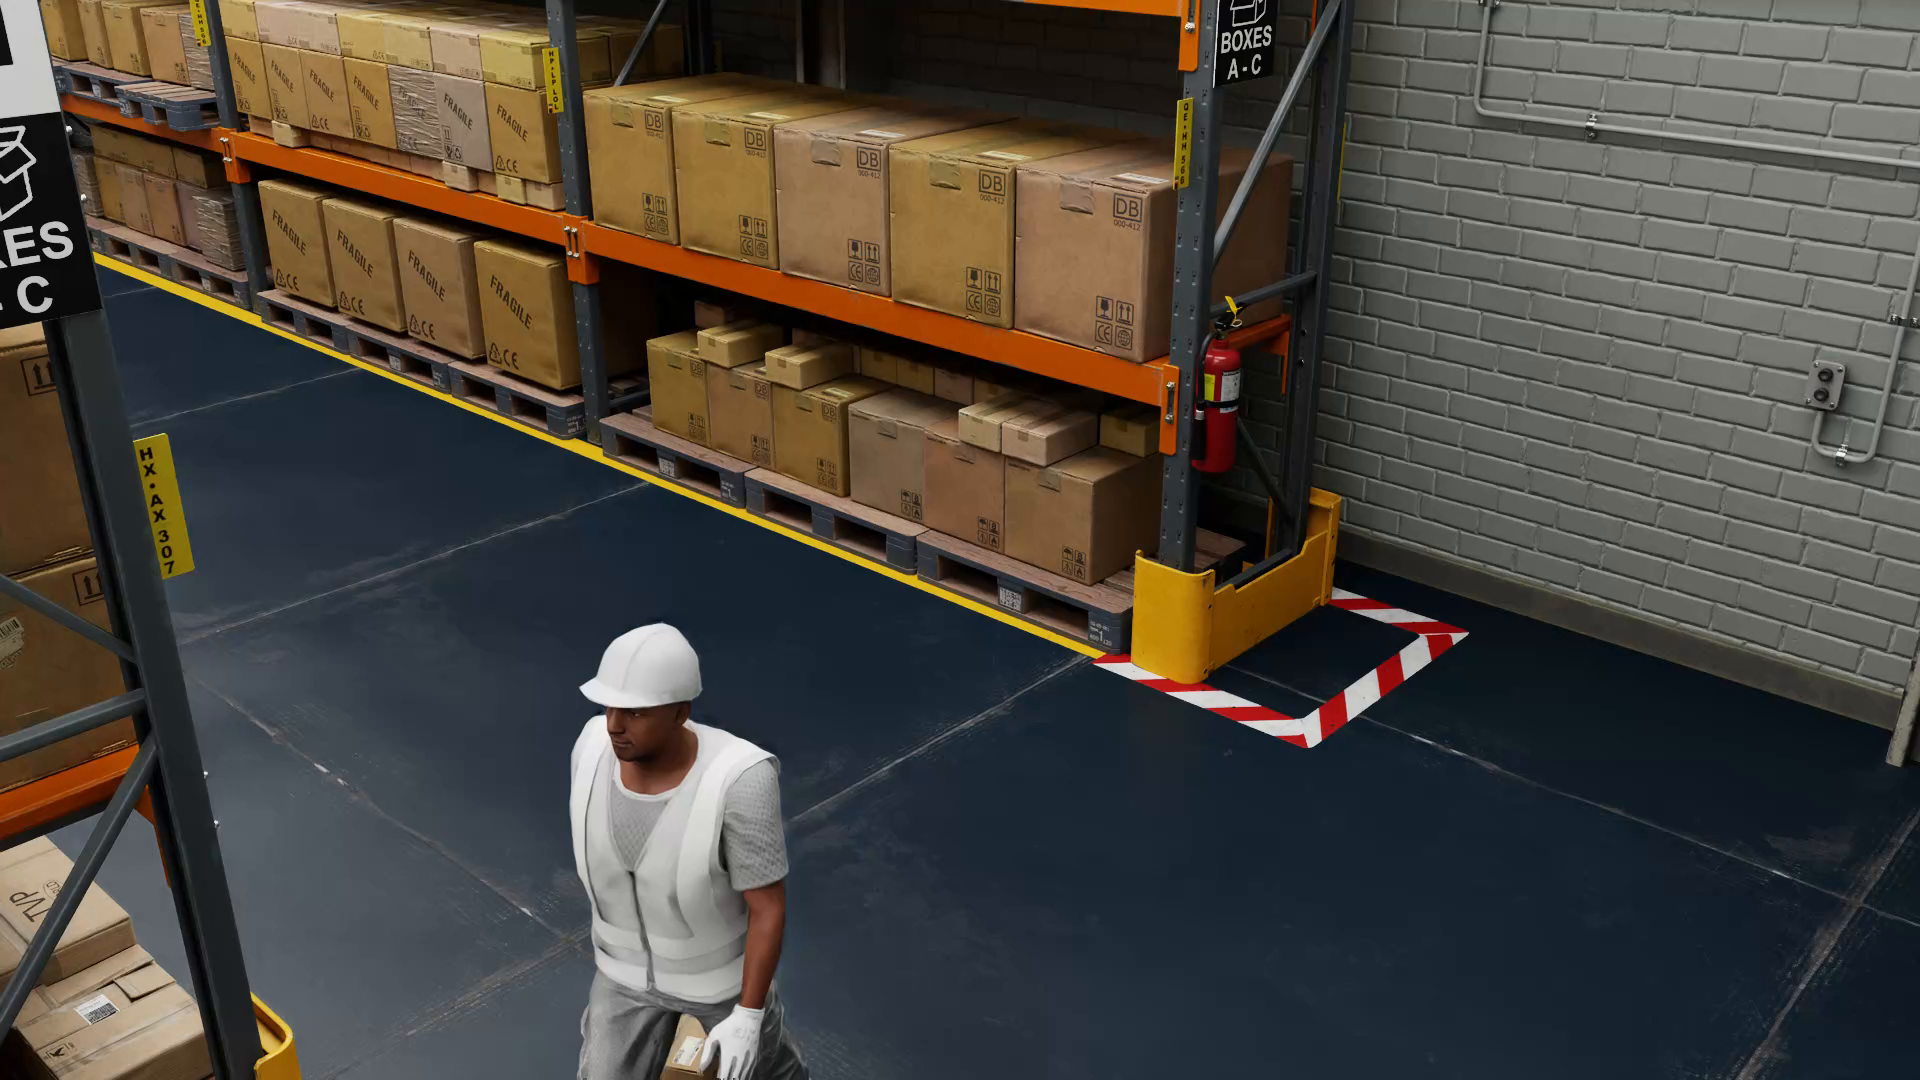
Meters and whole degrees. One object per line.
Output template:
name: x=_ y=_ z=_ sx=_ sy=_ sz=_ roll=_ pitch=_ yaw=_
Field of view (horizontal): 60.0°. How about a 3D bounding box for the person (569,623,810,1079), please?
person: x=-0.662 y=0.989 z=3.787 sx=0.582 sy=1.714 sz=1.067 roll=7 pitch=25 yaw=16
